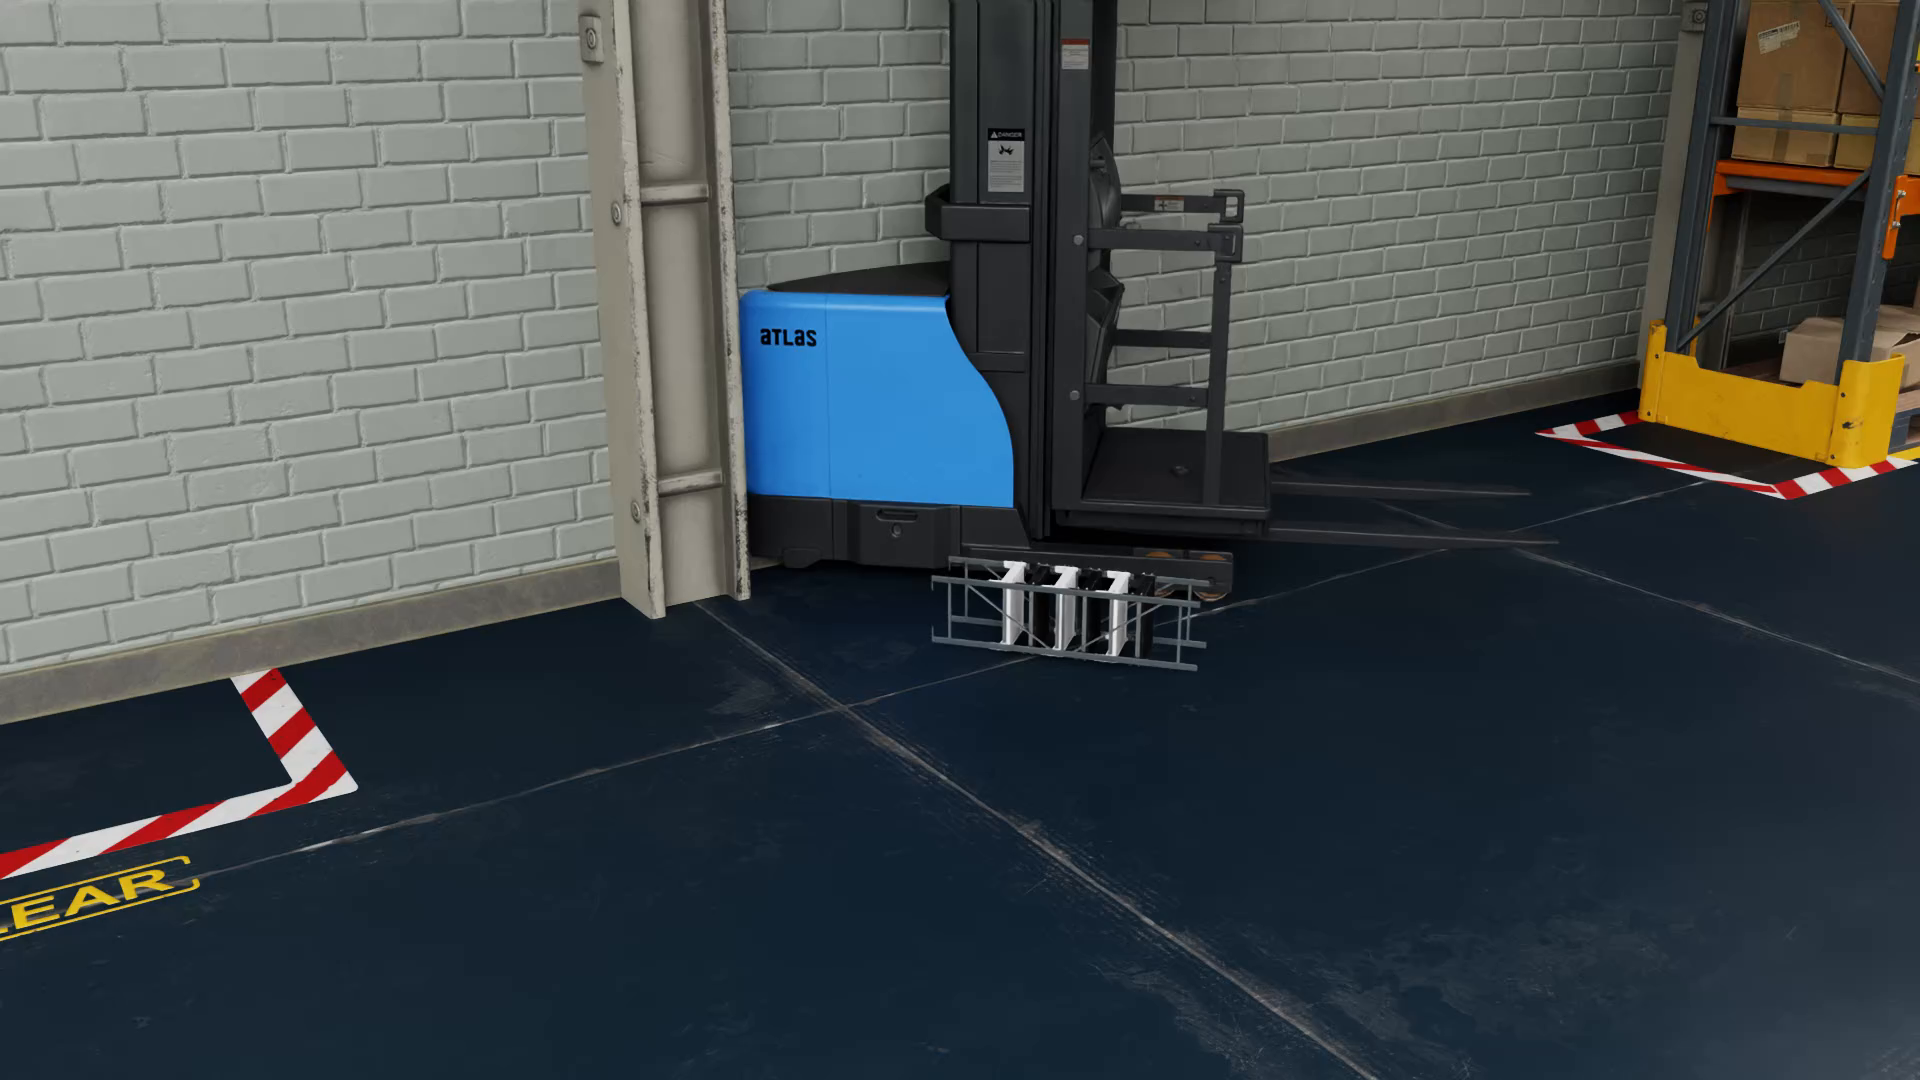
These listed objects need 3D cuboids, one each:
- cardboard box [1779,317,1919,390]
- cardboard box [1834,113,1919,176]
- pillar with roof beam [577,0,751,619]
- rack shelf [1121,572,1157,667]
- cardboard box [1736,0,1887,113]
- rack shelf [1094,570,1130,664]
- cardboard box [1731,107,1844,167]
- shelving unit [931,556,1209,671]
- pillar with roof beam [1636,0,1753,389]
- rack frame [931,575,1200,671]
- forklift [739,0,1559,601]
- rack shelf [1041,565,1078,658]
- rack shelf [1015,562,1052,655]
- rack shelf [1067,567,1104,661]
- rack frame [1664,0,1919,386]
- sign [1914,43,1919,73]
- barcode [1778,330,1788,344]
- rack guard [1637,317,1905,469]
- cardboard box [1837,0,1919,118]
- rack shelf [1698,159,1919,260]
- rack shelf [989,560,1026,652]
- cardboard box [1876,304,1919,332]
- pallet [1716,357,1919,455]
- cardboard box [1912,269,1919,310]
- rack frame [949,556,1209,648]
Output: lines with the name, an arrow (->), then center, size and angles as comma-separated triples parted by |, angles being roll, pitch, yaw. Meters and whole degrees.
cardboard box -> 4.515, -0.950, 8.382 | 0.500, 0.311, 0.500 | -15, 24, -37
cardboard box -> 4.469, -1.857, 7.756 | 0.500, 0.250, 0.500 | -13, 22, -33
pillar with roof beam -> 1.353, -2.905, 1.288 | 0.400, 9.000, 9.100 | -12, 22, -31
rack shelf -> 0.593, 0.262, 5.511 | 0.077, 0.258, 0.200 | 5, 19, 15
cardboard box -> 4.164, -2.351, 8.047 | 0.500, 0.500, 0.500 | -12, 22, -32
rack shelf -> 0.507, 0.254, 5.534 | 0.077, 0.258, 0.200 | 5, 19, 15
cardboard box -> 4.171, -1.990, 8.150 | 0.500, 0.250, 0.500 | -12, 22, -31
shelving unit -> 0.366, 0.241, 5.573 | 0.900, 0.258, 0.210 | 5, 19, 15
pillar with roof beam -> 6.364, -3.962, 4.414 | 0.400, 9.000, 9.100 | -12, 22, -31
rack frame -> 0.337, 0.272, 5.481 | 0.900, 0.240, 0.006 | 5, 19, 15
forklift -> 0.726, -1.350, 6.161 | 3.031, 2.935, 1.130 | 3, 19, 9
rack shelf -> 0.334, 0.238, 5.582 | 0.077, 0.258, 0.200 | 5, 19, 15
rack shelf -> 0.247, 0.230, 5.606 | 0.077, 0.258, 0.200 | 5, 19, 15
rack shelf -> 0.420, 0.246, 5.558 | 0.077, 0.258, 0.200 | 5, 19, 15
rack frame -> 3.887, -1.917, 7.732 | 0.127, 3.000, 1.000 | -12, 22, -31
sign -> 4.186, -2.182, 7.164 | 0.005, 0.325, 0.100 | -12, 22, -31
barcode -> 4.310, -1.064, 8.706 | 0.075, 0.075, 0.001 | -12, 22, -31
rack guard -> 3.951, -0.746, 8.172 | 0.348, 0.500, 1.175 | -12, 22, -31
cardboard box -> 4.451, -2.215, 7.644 | 0.500, 0.500, 0.500 | -12, 22, -31
rack shelf -> 5.558, -1.929, 8.889 | 4.000, 0.370, 1.077 | -12, 22, -31
rack shelf -> 0.161, 0.222, 5.630 | 0.077, 0.258, 0.200 | 5, 19, 15
cardboard box -> 4.991, -1.050, 8.679 | 0.500, 0.311, 0.500 | -10, 21, -27
pallet -> 4.649, -0.743, 8.614 | 1.213, 0.211, 1.003 | -12, 22, -31
cardboard box -> 5.631, -1.255, 8.991 | 0.500, 0.500, 0.700 | -14, 23, -35
rack frame -> 0.394, 0.209, 5.666 | 0.900, 0.240, 0.006 | 5, 19, 15
